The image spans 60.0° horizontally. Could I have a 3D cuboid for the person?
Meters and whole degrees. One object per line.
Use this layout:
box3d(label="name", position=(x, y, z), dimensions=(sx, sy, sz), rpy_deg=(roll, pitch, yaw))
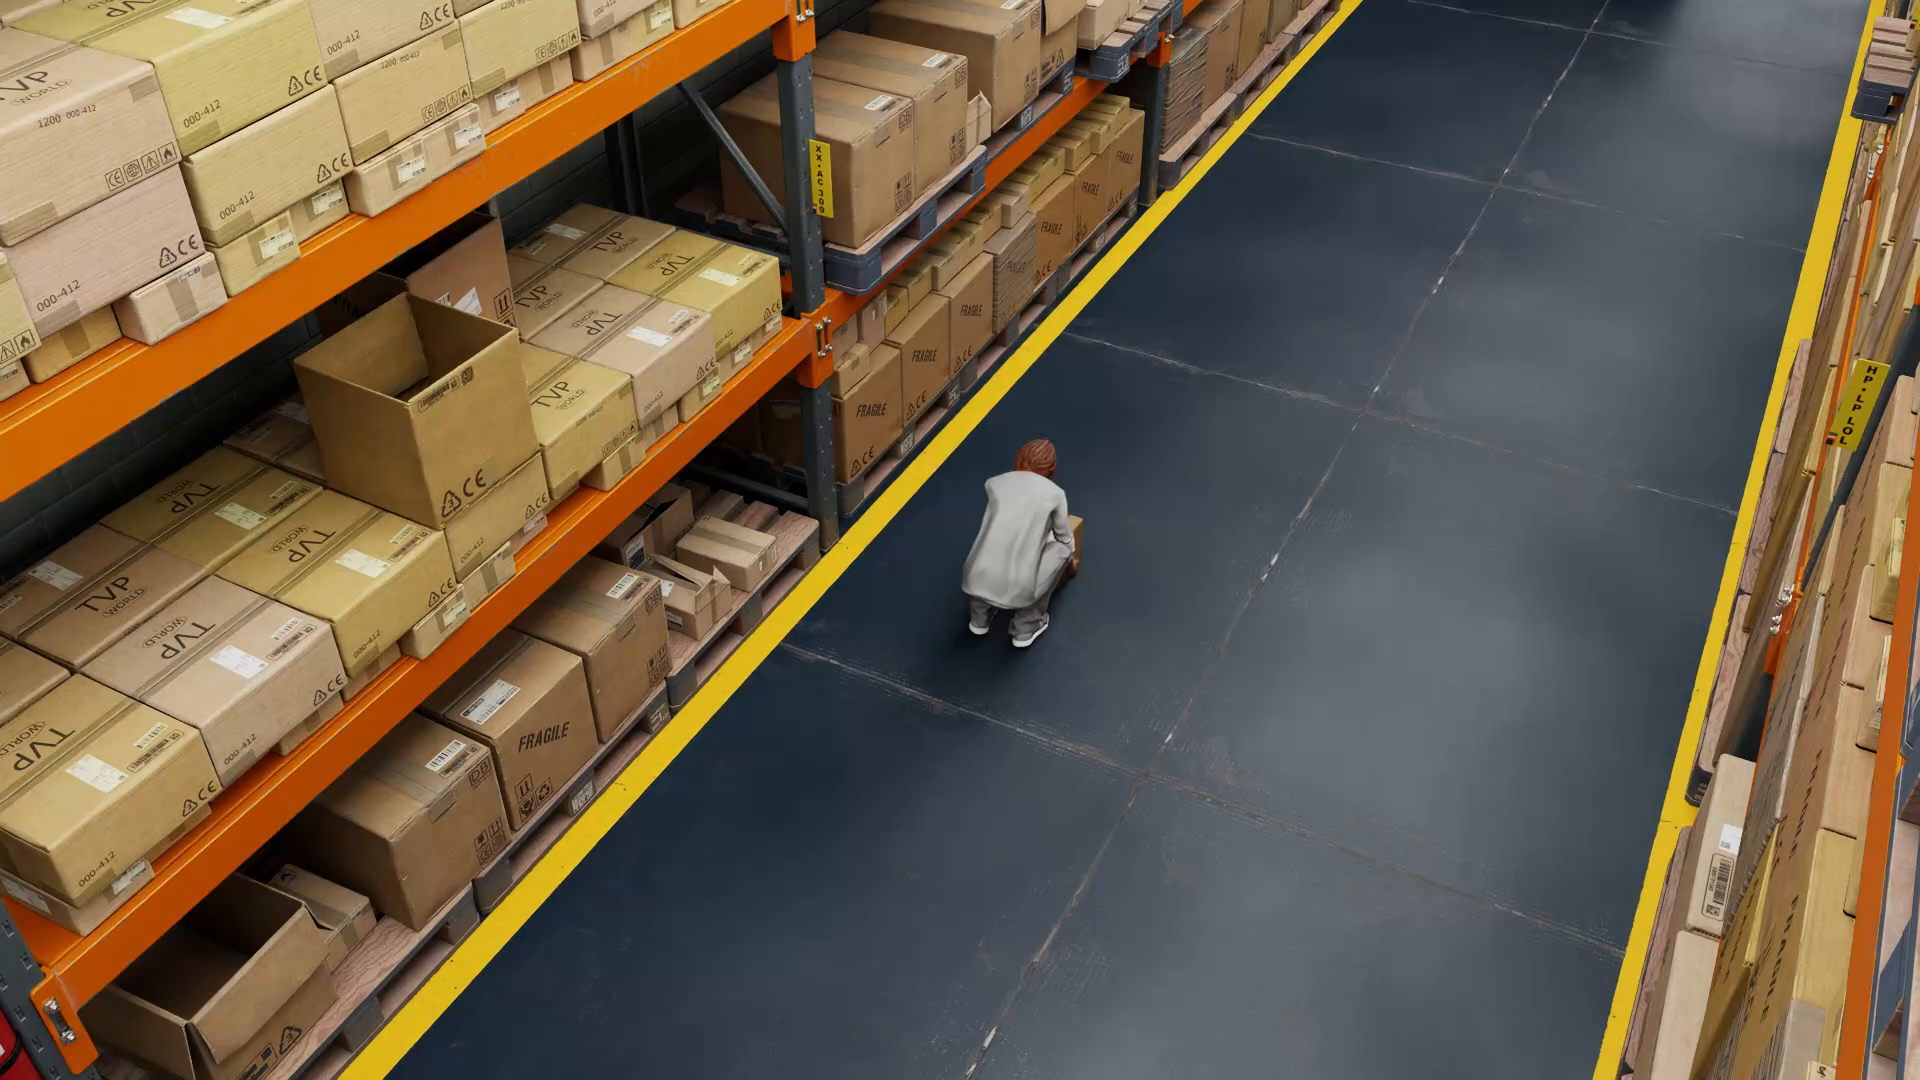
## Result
box3d(label="person", position=(0.266, 0.052, 7.438), dimensions=(0.435, 0.759, 0.822), rpy_deg=(16, 41, 19))
